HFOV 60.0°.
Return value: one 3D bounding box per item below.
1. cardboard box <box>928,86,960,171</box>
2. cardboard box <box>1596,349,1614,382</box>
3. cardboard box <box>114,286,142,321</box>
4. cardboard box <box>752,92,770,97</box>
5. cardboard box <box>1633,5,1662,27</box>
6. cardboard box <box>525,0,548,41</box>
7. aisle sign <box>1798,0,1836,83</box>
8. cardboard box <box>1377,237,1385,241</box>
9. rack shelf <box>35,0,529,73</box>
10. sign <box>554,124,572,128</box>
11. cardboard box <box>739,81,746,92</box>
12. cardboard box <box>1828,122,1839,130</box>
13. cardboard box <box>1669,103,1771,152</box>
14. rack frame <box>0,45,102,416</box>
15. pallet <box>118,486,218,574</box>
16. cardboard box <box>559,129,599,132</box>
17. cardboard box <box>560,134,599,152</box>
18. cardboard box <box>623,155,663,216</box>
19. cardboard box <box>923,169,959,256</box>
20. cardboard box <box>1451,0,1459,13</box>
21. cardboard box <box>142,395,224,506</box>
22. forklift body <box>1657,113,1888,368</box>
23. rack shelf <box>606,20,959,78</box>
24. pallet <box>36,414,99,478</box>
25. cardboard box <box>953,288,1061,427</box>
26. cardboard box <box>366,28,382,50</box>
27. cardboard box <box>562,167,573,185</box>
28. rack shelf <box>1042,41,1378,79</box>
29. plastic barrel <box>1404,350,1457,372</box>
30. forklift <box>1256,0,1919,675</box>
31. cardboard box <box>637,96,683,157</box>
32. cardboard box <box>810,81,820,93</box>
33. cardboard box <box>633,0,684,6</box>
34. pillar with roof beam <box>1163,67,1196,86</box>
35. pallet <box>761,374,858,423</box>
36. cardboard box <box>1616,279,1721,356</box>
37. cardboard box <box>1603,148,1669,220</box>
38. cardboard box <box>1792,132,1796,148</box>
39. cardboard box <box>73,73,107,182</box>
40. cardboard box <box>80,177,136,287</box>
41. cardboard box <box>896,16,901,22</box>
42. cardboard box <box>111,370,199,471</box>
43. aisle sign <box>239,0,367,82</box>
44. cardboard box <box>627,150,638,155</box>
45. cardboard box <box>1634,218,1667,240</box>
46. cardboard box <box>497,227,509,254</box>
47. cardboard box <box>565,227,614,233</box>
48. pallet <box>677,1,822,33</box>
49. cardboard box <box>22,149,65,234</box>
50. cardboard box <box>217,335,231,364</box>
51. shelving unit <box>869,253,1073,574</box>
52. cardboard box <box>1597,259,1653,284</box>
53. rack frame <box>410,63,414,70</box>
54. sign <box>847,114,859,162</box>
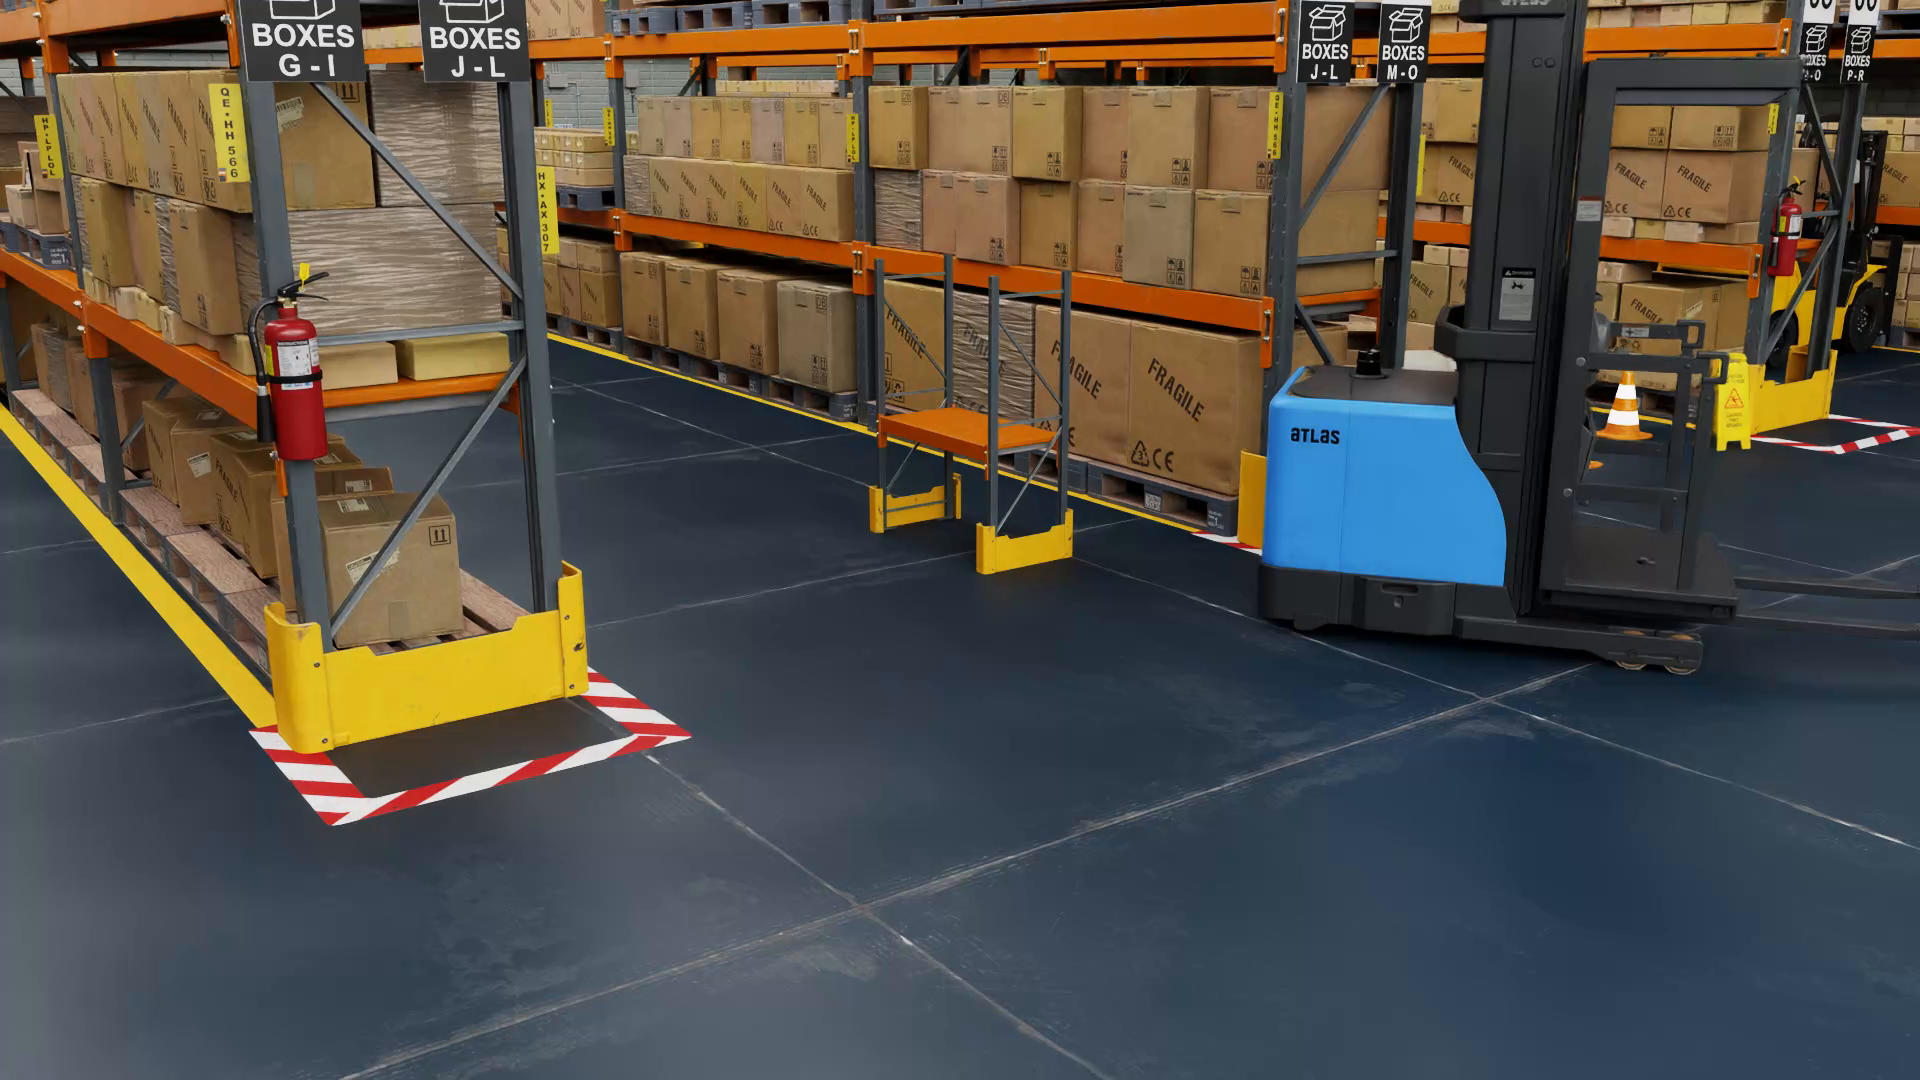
[{"bbox_3d":[0.298,-2.769,11.181,0.875,0.550,0.550,-11,19,-35],"label":"cardboard box"},{"bbox_3d":[4.997,-1.414,12.973,0.500,0.250,0.500,-11,19,-34],"label":"cardboard box"},{"bbox_3d":[-3.922,-1.181,8.185,0.380,0.149,0.250,-11,19,-35],"label":"cardboard box"},{"bbox_3d":[-2.455,-5.771,22.396,0.500,0.500,0.500,-11,19,-34],"label":"cardboard box"},{"bbox_3d":[5.156,-3.828,12.174,0.380,0.149,0.250,-11,19,-34],"label":"cardboard box"},{"bbox_3d":[-3.797,-5.003,15.802,0.500,0.500,0.500,-11,19,-35],"label":"cardboard box"},{"bbox_3d":[5.790,-3.491,11.223,0.394,0.787,0.004,-11,19,-35],"label":"aisle sign"},{"bbox_3d":[5.653,-3.696,20.602,0.875,0.625,0.625,-10,18,-33],"label":"cardboard box"},{"bbox_3d":[-3.204,-2.284,7.418,1.077,0.370,4.000,-11,19,-35],"label":"rack shelf"},{"bbox_3d":[-6.829,-7.048,28.633,0.327,0.218,0.001,-11,19,-35],"label":"sign"},{"bbox_3d":[-2.796,-6.217,22.795,0.380,0.149,0.250,-11,19,-34],"label":"cardboard box"},{"bbox_3d":[8.579,-3.998,16.018,0.380,0.149,0.250,-11,19,-34],"label":"cardboard box"},{"bbox_3d":[5.511,-3.044,11.869,0.700,0.500,0.500,-11,19,-36],"label":"cardboard box"},{"bbox_3d":[-6.732,-2.465,12.400,1.000,3.000,0.127,-11,19,-35],"label":"rack frame"},{"bbox_3d":[-3.956,-0.128,9.144,1.003,0.211,1.213,-11,19,-35],"label":"pallet"},{"bbox_3d":[-3.852,-4.102,16.935,0.380,0.149,0.250,-12,19,-37],"label":"cardboard box"},{"bbox_3d":[-3.465,-3.669,15.353,0.380,0.149,0.250,-11,19,-35],"label":"cardboard box"},{"bbox_3d":[-2.615,-3.124,14.618,0.500,0.500,0.500,-11,19,-34],"label":"cardboard box"},{"bbox_3d":[0.260,-2.241,11.297,0.875,0.550,0.550,-11,19,-35],"label":"cardboard box"},{"bbox_3d":[4.268,-4.313,13.191,0.500,0.250,0.500,-11,19,-34],"label":"cardboard box"},{"bbox_3d":[-4.177,-0.516,9.219,0.500,0.500,0.500,-12,19,-36],"label":"cardboard box"},{"bbox_3d":[7.410,-2.779,15.154,2.313,2.155,1.214,-11,19,-35],"label":"forklift body"},{"bbox_3d":[-1.484,-3.886,13.273,1.077,0.370,4.000,-11,19,-35],"label":"rack shelf"},{"bbox_3d":[-5.560,-0.693,11.207,1.003,0.211,1.213,-11,19,-35],"label":"pallet"},{"bbox_3d":[0.538,-1.200,11.007,0.875,0.875,0.875,-11,19,-34],"label":"cardboard box"},{"bbox_3d":[-6.687,-5.939,19.697,0.500,0.250,0.500,-12,19,-36],"label":"cardboard box"},{"bbox_3d":[-3.466,-3.382,15.431,0.380,0.149,0.250,-11,19,-35],"label":"cardboard box"},{"bbox_3d":[2.460,-4.676,16.159,1.077,0.370,4.000,-11,19,-35],"label":"rack shelf"},{"bbox_3d":[3.549,-1.258,12.872,0.512,0.421,0.421,1,15,4],"label":"plastic barrel"},{"bbox_3d":[2.931,-1.004,7.191,3.031,2.935,1.130,5,16,18],"label":"forklift"},{"bbox_3d":[-2.404,-3.646,14.633,0.700,0.500,0.500,-11,19,-35],"label":"cardboard box"},{"bbox_3d":[-1.712,-5.845,21.438,0.380,0.149,0.250,-11,19,-34],"label":"cardboard box"},{"bbox_3d":[-2.593,-4.694,14.352,0.380,0.149,0.250,-12,19,-37],"label":"cardboard box"},{"bbox_3d":[-0.217,-8.143,21.780,9.100,9.000,0.400,-11,19,-35],"label":"pillar with roof beam"},{"bbox_3d":[-0.823,-1.167,12.941,1.003,0.211,1.213,-11,19,-35],"label":"pallet"},{"bbox_3d":[5.306,-1.664,12.465,0.500,0.500,0.500,-11,19,-34],"label":"cardboard box"},{"bbox_3d":[5.156,-2.667,12.387,0.500,0.500,0.500,-11,19,-34],"label":"cardboard box"},{"bbox_3d":[8.191,-3.946,16.392,0.380,0.149,0.250,-11,19,-35],"label":"cardboard box"},{"bbox_3d":[-4.025,-2.043,8.211,0.500,0.500,0.500,-11,19,-35],"label":"cardboard box"},{"bbox_3d":[-3.900,-1.585,8.431,0.875,0.500,0.500,-11,19,-35],"label":"cardboard box"},{"bbox_3d":[-0.607,-6.070,19.535,0.380,0.166,0.250,-12,20,-38],"label":"cardboard box"},{"bbox_3d":[-4.723,-0.752,10.043,0.700,0.500,0.500,-13,20,-39],"label":"cardboard box"},{"bbox_3d":[-2.234,-1.951,5.597,0.394,0.787,0.004,-11,19,-35],"label":"aisle sign"},{"bbox_3d":[-2.943,-3.630,15.774,0.380,0.149,0.250,-10,18,-32],"label":"cardboard box"},{"bbox_3d":[5.223,-2.315,12.330,0.380,0.149,0.250,-11,19,-35],"label":"cardboard box"},{"bbox_3d":[-4.476,-3.114,17.290,0.500,0.250,0.500,-10,18,-33],"label":"cardboard box"},{"bbox_3d":[-3.756,-3.084,17.180,0.500,0.250,0.500,-12,19,-37],"label":"cardboard box"},{"bbox_3d":[-1.579,-4.201,13.420,1.003,0.211,1.213,-10,18,-32],"label":"pallet"},{"bbox_3d":[-5.474,-2.219,10.511,0.797,0.503,0.637,-9,18,-29],"label":"cardboard box"},{"bbox_3d":[-2.832,-0.819,6.862,0.380,0.149,0.250,-11,19,-35],"label":"cardboard box"},{"bbox_3d":[0.045,-0.707,8.819,0.587,1.500,1.083,-11,19,-35],"label":"shelving unit"},{"bbox_3d":[5.036,-2.044,12.627,0.380,0.149,0.250,-10,18,-33],"label":"cardboard box"},{"bbox_3d":[-7.364,-4.922,21.376,1.000,3.000,0.127,-11,19,-35],"label":"rack frame"},{"bbox_3d":[-0.741,-2.793,11.556,0.100,0.325,0.005,-11,19,-35],"label":"sign"}]
